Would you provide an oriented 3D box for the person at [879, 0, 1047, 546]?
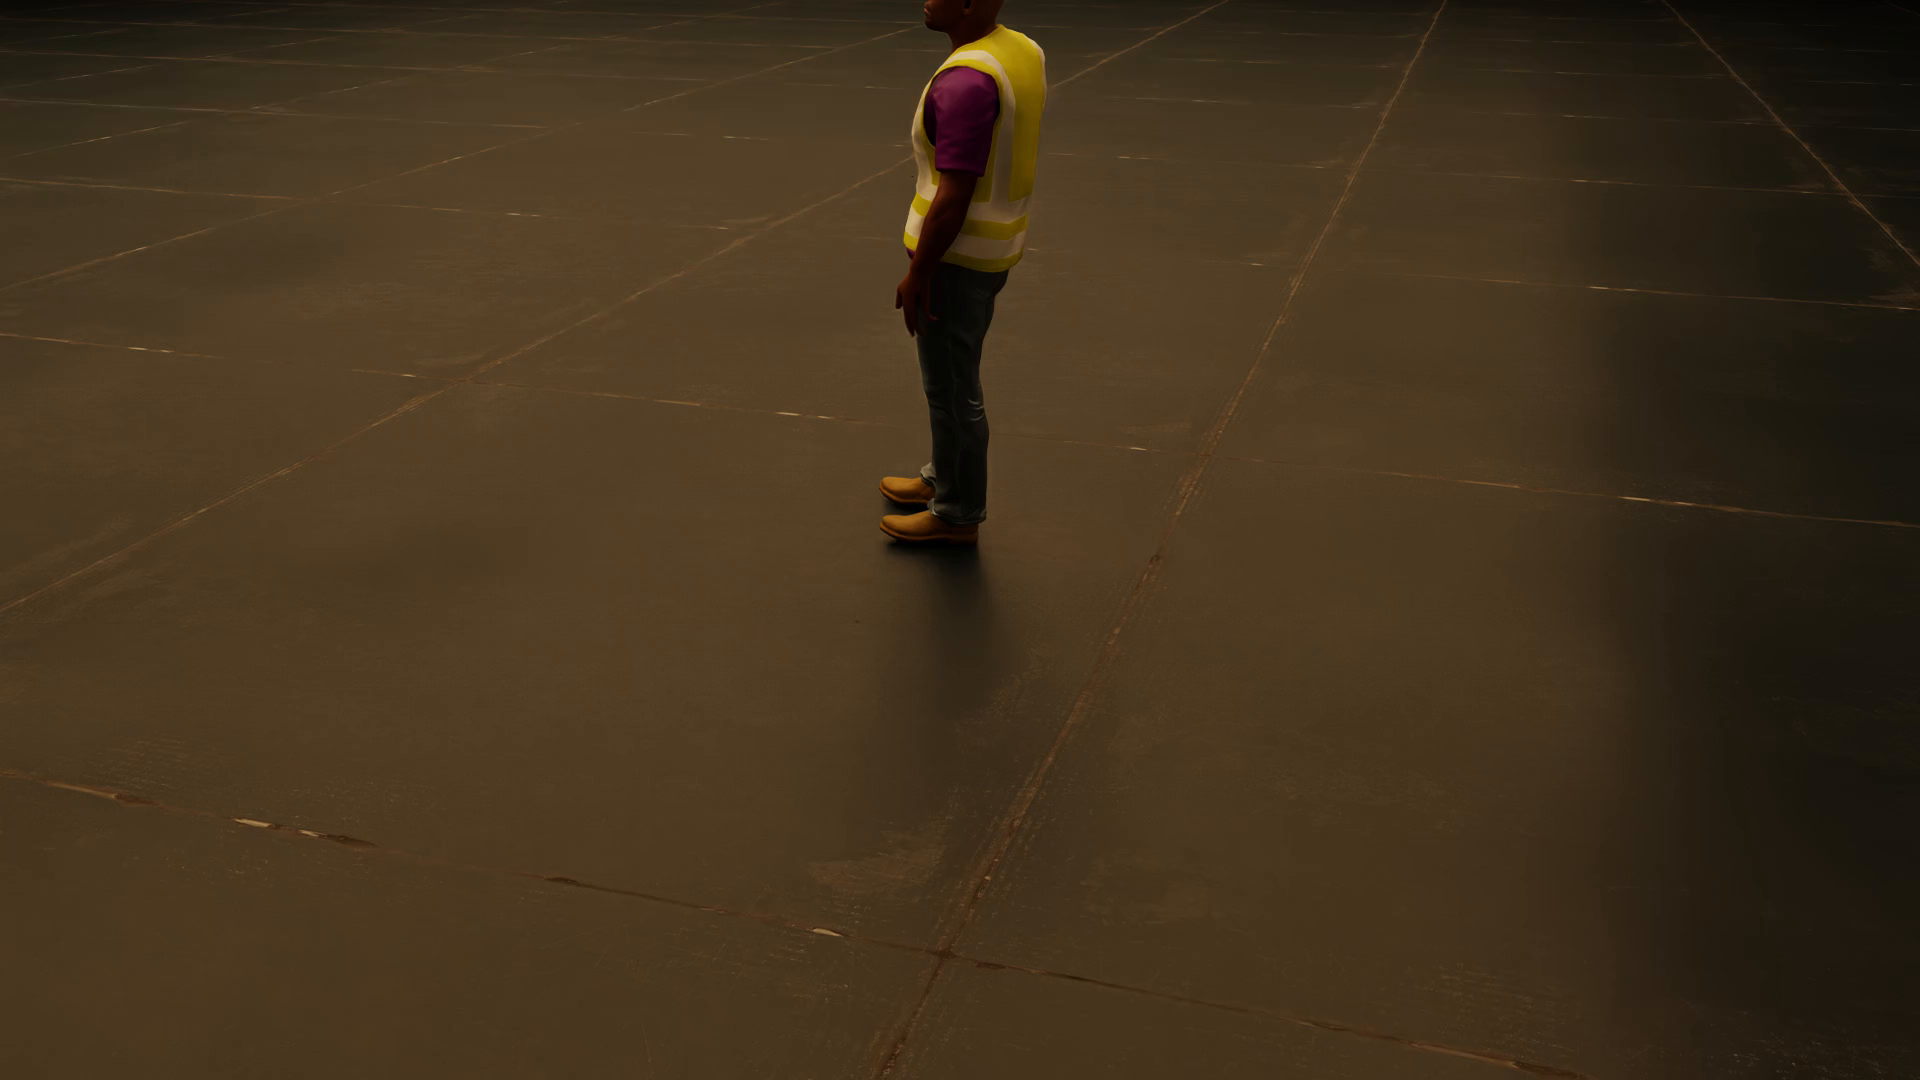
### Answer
[{"bbox_3d":[-0.065,-0.833,4.805,0.575,1.768,0.665,7,23,16],"label":"person"}]
